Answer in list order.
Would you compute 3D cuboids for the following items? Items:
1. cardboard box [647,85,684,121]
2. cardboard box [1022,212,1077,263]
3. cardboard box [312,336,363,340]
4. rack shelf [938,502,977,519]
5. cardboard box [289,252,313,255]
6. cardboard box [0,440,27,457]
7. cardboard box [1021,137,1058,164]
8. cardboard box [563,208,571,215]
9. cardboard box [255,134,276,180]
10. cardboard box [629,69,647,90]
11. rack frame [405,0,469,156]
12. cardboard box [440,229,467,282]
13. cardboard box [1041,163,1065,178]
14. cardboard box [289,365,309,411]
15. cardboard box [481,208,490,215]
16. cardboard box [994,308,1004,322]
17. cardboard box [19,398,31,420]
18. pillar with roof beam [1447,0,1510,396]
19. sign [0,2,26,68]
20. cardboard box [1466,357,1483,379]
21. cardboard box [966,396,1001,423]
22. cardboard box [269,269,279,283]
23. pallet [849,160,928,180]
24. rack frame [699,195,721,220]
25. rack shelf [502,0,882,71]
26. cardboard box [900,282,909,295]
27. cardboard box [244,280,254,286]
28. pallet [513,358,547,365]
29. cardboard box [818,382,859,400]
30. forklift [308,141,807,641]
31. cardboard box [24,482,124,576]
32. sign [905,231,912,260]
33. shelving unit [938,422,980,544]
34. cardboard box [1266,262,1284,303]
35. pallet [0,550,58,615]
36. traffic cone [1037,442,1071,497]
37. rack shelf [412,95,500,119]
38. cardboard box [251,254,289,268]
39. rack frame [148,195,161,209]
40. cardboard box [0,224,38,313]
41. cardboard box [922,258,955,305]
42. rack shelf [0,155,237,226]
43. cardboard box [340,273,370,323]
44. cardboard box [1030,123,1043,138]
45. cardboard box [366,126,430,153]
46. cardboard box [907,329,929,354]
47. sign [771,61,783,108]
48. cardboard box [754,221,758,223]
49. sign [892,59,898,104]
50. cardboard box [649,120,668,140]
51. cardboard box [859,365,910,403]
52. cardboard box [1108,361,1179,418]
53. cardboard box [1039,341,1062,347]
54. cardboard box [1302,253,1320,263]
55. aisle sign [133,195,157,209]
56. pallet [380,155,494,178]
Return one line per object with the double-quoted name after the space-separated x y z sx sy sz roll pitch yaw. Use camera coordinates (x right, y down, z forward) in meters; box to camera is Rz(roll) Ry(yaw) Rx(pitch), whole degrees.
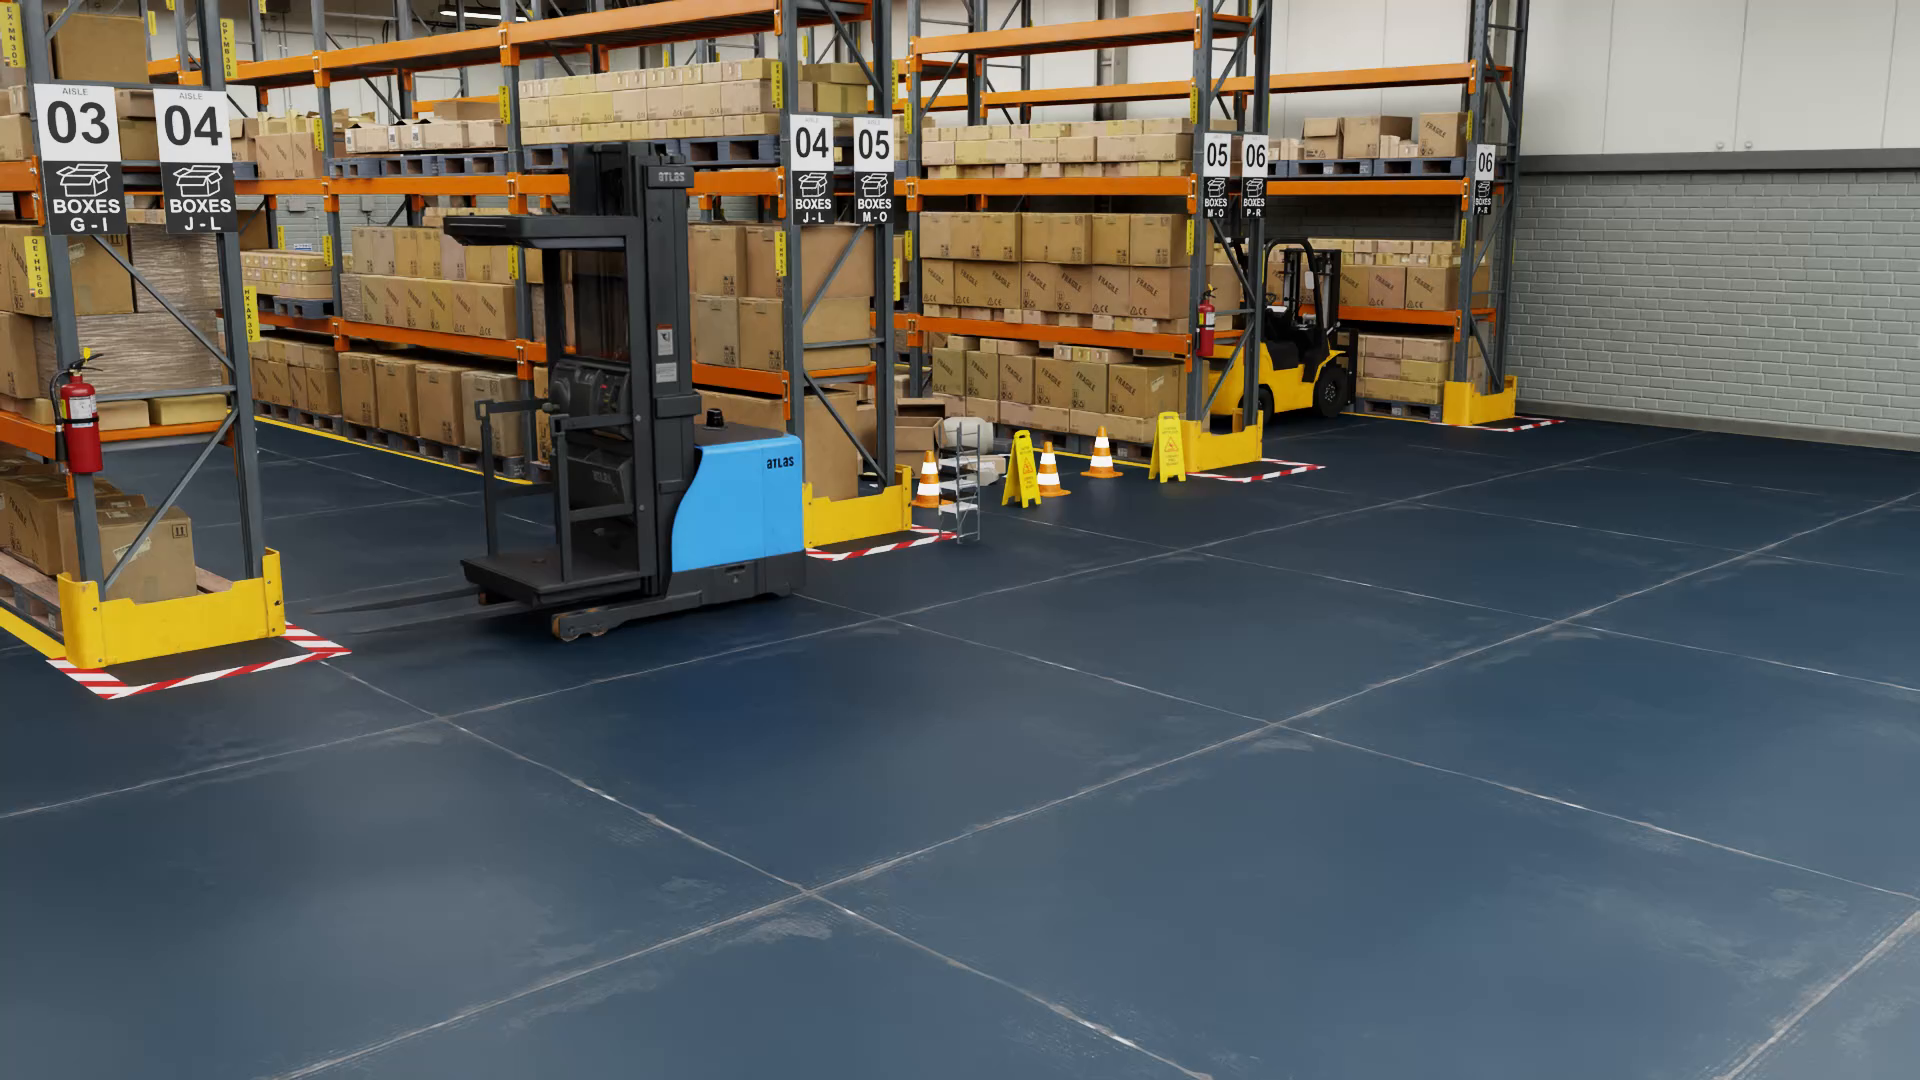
-2.151 -3.482 13.290 0.500 0.250 0.500 -11 16 -43 "cardboard box"
1.065 -3.167 17.387 0.700 0.500 0.500 -11 16 -43 "cardboard box"
-7.428 -2.305 19.963 0.500 0.250 0.500 -11 16 -42 "cardboard box"
-0.006 -0.233 12.869 0.258 0.077 0.200 -11 16 -43 "rack shelf"
-7.889 -3.410 20.139 0.250 0.149 0.380 11 16 43 "cardboard box"
-7.748 -0.498 12.999 0.500 0.500 0.700 10 15 41 "cardboard box"
0.984 -4.012 17.151 0.500 0.250 0.500 -11 16 -42 "cardboard box"
-5.727 -4.901 24.934 0.380 0.149 0.250 -11 16 -43 "cardboard box"
-7.720 -4.385 19.081 0.500 0.500 0.500 -11 16 -43 "cardboard box"
-2.451 -3.723 13.471 0.380 0.149 0.250 -11 16 -42 "cardboard box"
-8.459 -7.485 26.940 1.000 3.000 0.127 -11 16 -43 "rack frame"
-4.735 -2.849 16.583 0.700 0.500 0.500 -11 16 -42 "cardboard box"
1.049 -3.788 17.055 0.380 0.149 0.250 -11 16 -43 "cardboard box"
-7.444 -1.792 19.328 0.500 0.500 0.500 -10 15 -40 "cardboard box"
-7.157 -5.049 25.650 0.380 0.149 0.250 -11 16 -43 "cardboard box"
0.584 -2.442 17.952 0.380 0.149 0.250 -11 16 -43 "cardboard box"
-5.466 -0.825 10.103 0.380 0.149 0.250 -11 16 -43 "cardboard box"
3.236 -5.469 17.157 9.100 9.000 0.400 -11 16 -43 "pillar with roof beam"
-4.992 -2.659 8.755 0.100 0.325 0.005 -11 16 -43 "sign"
6.004 -2.105 20.229 0.500 0.250 0.500 -11 16 -42 "cardboard box"
0.417 -1.454 18.309 0.500 0.250 0.500 -10 15 -39 "cardboard box"
-7.656 -3.025 19.004 0.380 0.149 0.250 -11 16 -42 "cardboard box"
-0.521 -4.277 19.270 1.213 0.211 1.003 -11 16 -43 "pallet"
-4.871 -5.239 30.905 1.000 3.000 0.127 -11 16 -43 "rack frame"
-2.301 -4.189 13.716 1.077 0.370 4.000 -11 16 -43 "rack shelf"
-0.727 -2.914 19.205 0.380 0.149 0.250 -11 16 -42 "cardboard box"
-8.190 -2.992 19.583 0.250 0.149 0.380 11 16 43 "cardboard box"
-6.165 -2.719 25.585 1.003 0.211 1.213 -11 16 -43 "pallet"
-1.438 -1.689 17.995 0.500 0.500 0.500 -11 16 -43 "cardboard box"
-2.470 -0.947 10.245 3.031 2.935 1.130 -10 15 -40 "forklift"
-5.852 -0.082 11.028 0.500 0.500 0.500 -9 15 -37 "cardboard box"
-0.571 -3.284 18.550 0.100 0.325 0.005 -11 16 -43 "sign"
-0.005 -0.442 12.826 0.258 0.900 0.210 -11 16 -43 "shelving unit"
4.256 -3.288 21.188 0.500 0.500 0.500 -11 16 -43 "cardboard box"
-6.003 0.223 11.307 1.003 0.211 1.213 -11 16 -43 "pallet"
0.793 -0.648 14.908 0.336 0.463 0.334 -11 16 -43 "traffic cone"
-7.078 -6.645 25.636 1.077 0.370 4.000 -11 16 -43 "rack shelf"
-8.006 -3.245 19.336 0.380 0.149 0.250 -10 15 -40 "cardboard box"
-11.969 -3.842 24.126 1.000 3.000 0.127 -11 16 -43 "rack frame"
-5.485 -1.633 9.940 0.500 0.500 0.500 -11 16 -43 "cardboard box"
-0.069 -2.887 18.504 0.500 0.500 0.500 -11 16 -43 "cardboard box"
-5.958 -2.239 10.695 1.077 0.370 4.000 -11 16 -43 "rack shelf"
-6.330 -2.620 17.948 0.500 0.500 0.500 -11 16 -42 "cardboard box"
0.943 -4.225 17.198 0.380 0.149 0.250 -10 16 -41 "cardboard box"
-5.758 -4.115 17.102 0.500 0.250 0.500 -10 16 -41 "cardboard box"
-0.495 -3.235 26.333 0.500 0.500 0.500 -10 15 -40 "cardboard box"
-1.322 -3.297 12.050 0.100 0.325 0.005 -11 16 -43 "sign"
-3.717 -5.356 29.249 0.500 0.500 0.500 -10 16 -41 "cardboard box"
-0.514 -3.519 12.764 0.100 0.325 0.005 -11 16 -43 "sign"
-2.271 -3.294 13.368 0.380 0.149 0.250 -11 16 -42 "cardboard box"
-1.035 -1.894 20.144 0.950 0.372 0.625 -10 15 -39 "cardboard box"
1.849 -1.518 16.762 0.500 0.500 0.500 -11 16 -42 "cardboard box"
1.531 -2.927 24.527 0.875 0.625 0.625 -10 15 -41 "cardboard box"
4.499 -3.542 20.817 0.380 0.149 0.250 -11 16 -44 "cardboard box"
-11.802 -5.168 24.118 0.394 0.787 0.004 -11 16 -43 "aisle sign"
-5.187 -3.802 16.965 1.003 0.211 1.213 -10 15 -40 "pallet"
